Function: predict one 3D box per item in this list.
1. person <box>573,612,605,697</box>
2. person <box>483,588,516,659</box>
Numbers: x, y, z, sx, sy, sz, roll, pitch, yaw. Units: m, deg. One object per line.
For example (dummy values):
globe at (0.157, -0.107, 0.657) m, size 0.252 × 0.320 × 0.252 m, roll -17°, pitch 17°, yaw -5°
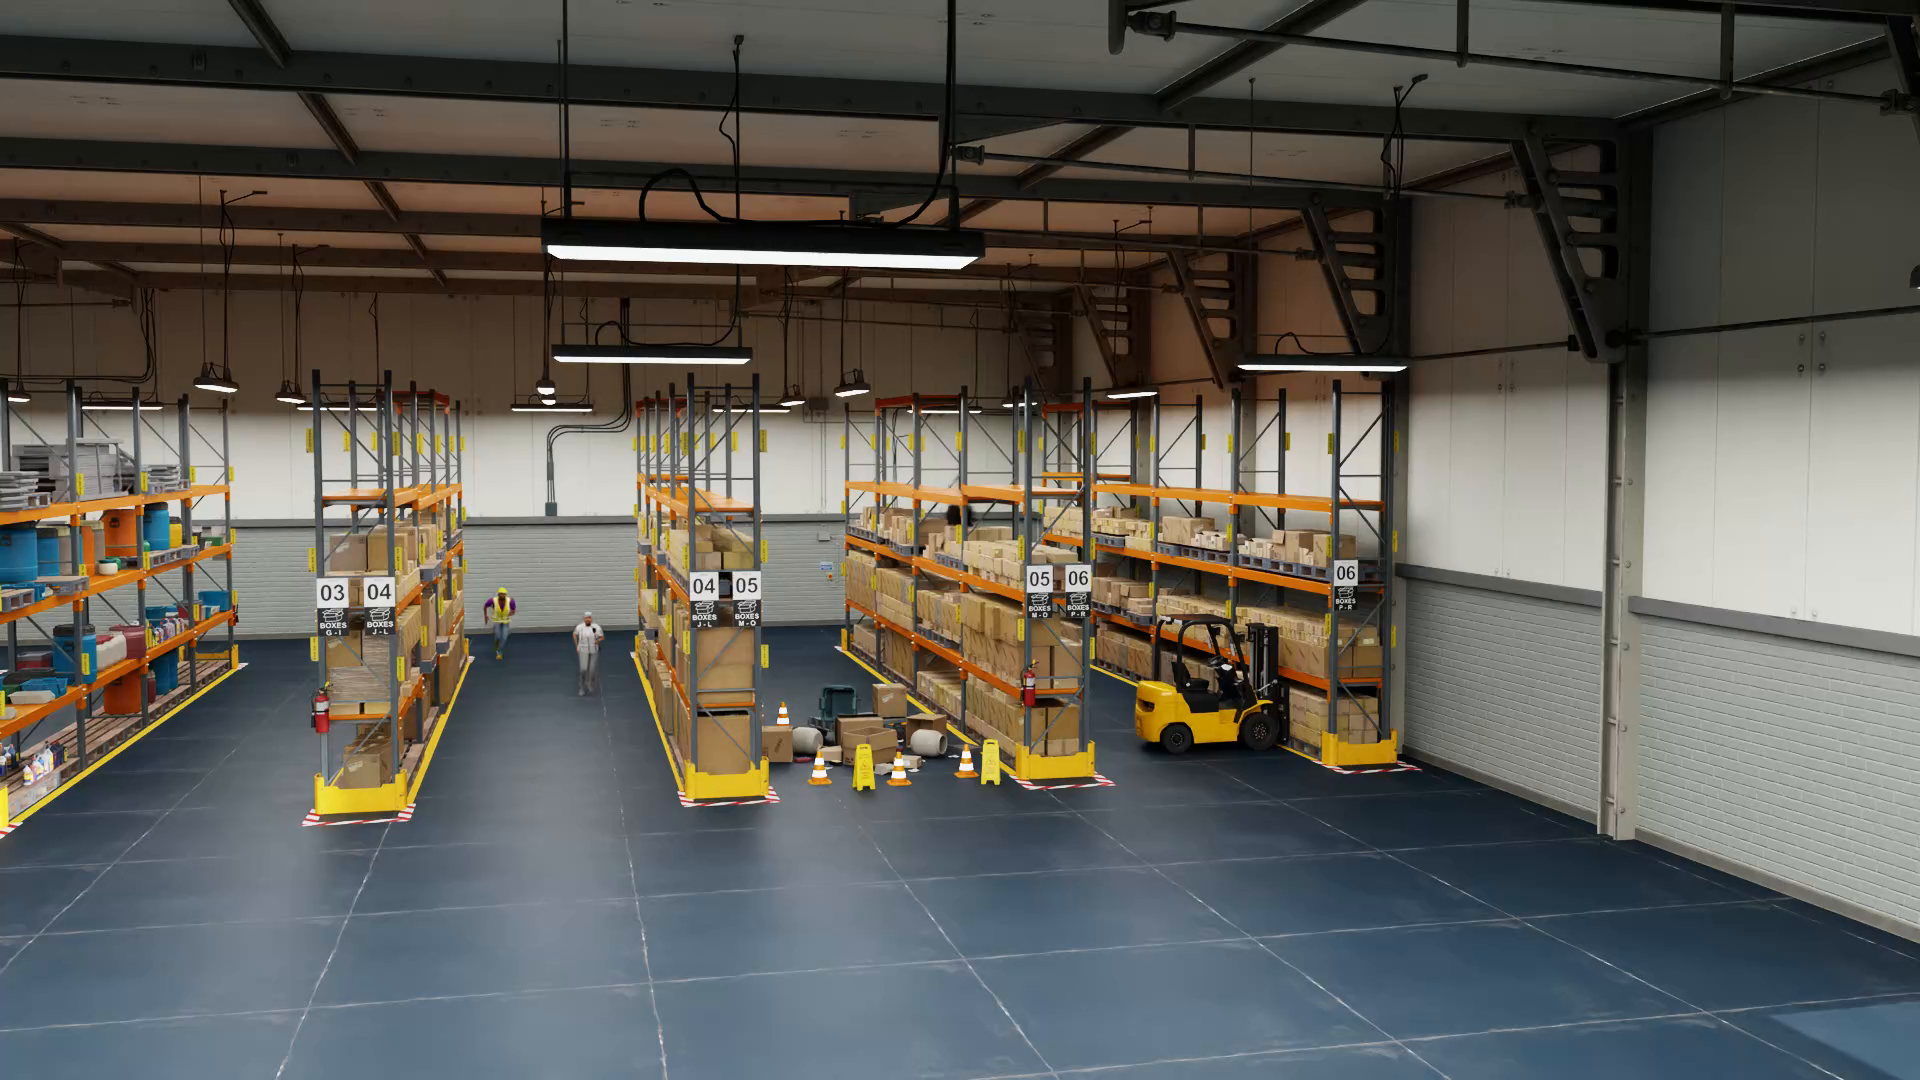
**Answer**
person at (-7.390, 2.271, 33.147) m, size 0.608 × 1.702 × 0.717 m, roll -1°, pitch 3°, yaw -15°
person at (-10.666, 1.937, 38.625) m, size 0.695 × 1.682 × 0.712 m, roll -2°, pitch 4°, yaw -27°
